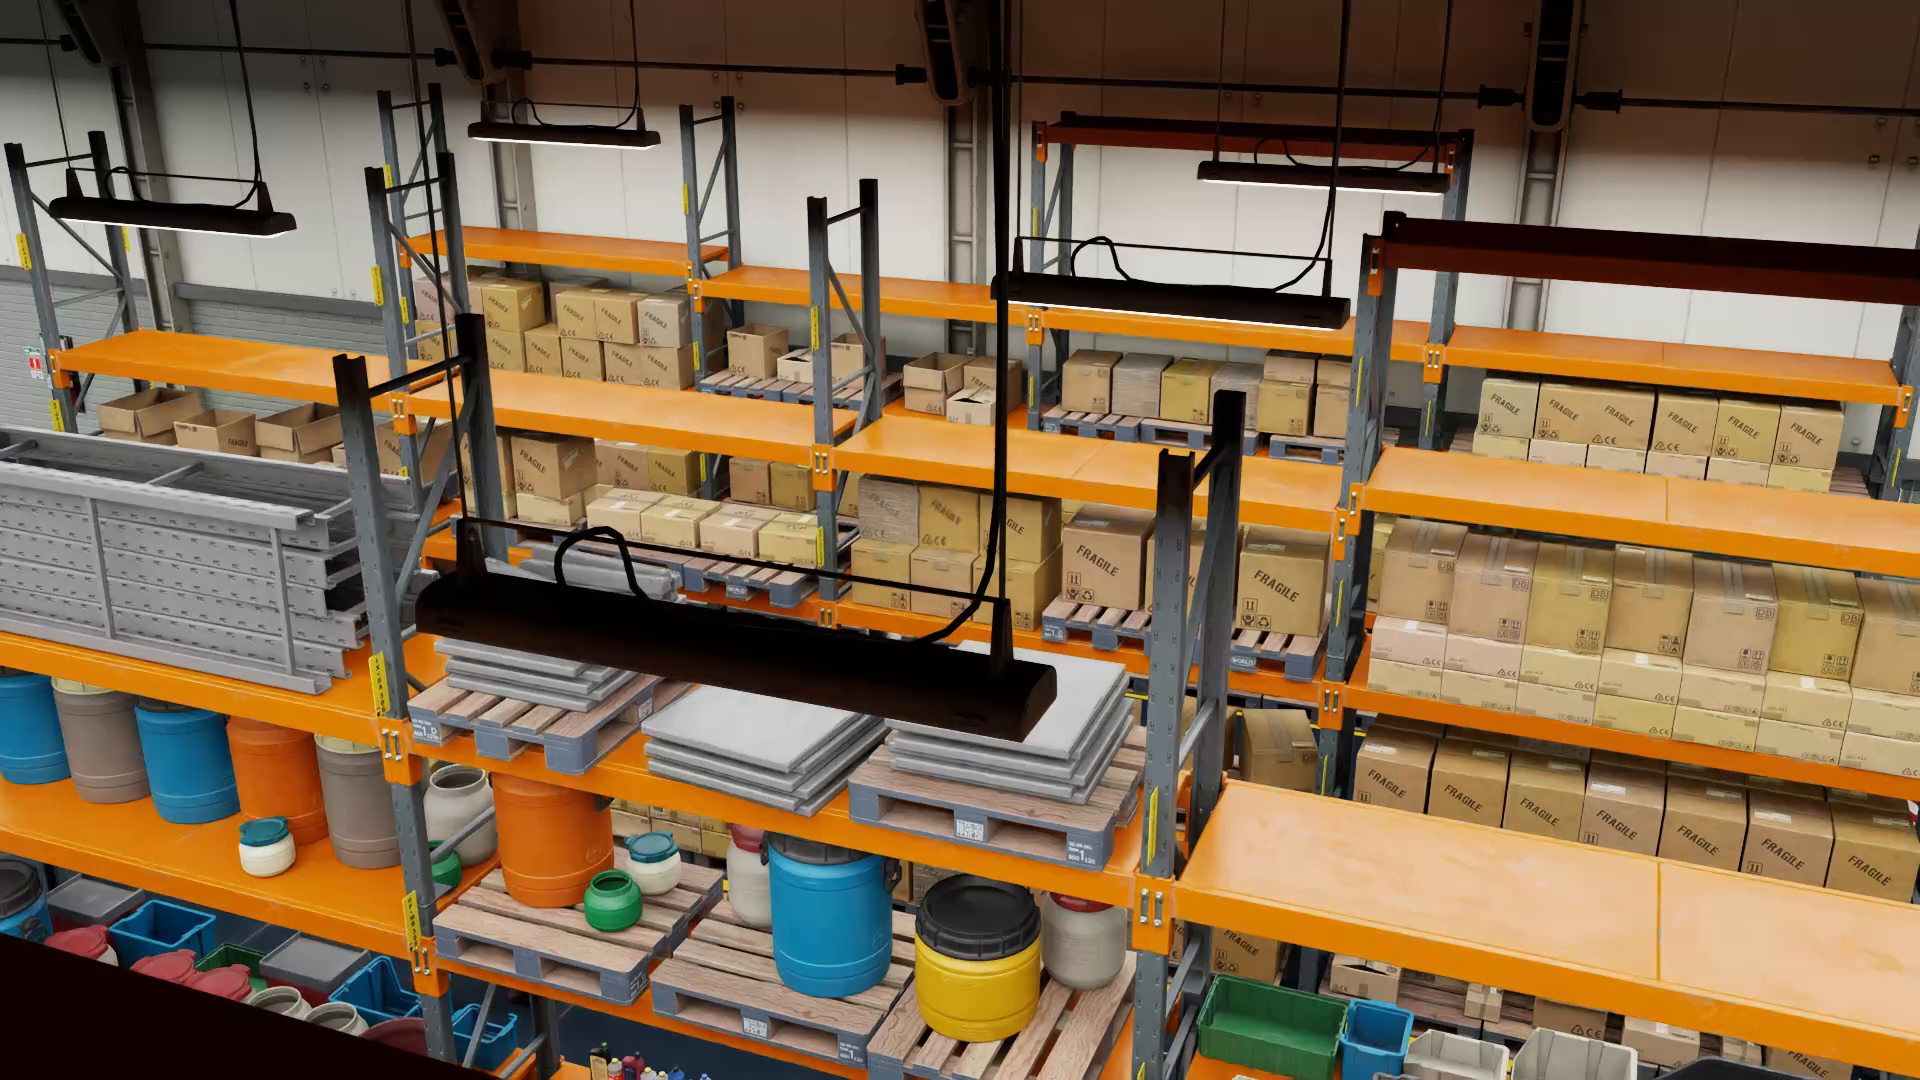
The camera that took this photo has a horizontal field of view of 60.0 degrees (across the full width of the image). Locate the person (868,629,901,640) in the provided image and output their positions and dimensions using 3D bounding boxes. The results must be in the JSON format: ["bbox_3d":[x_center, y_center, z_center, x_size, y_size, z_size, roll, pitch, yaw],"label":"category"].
[{"bbox_3d":[-0.911,1.051,17.217,0.768,1.775,0.570,0,21,-1],"label":"person"}]

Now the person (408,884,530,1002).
[{"bbox_3d":[-3.766,2.809,12.730,1.041,1.588,0.518,11,23,26],"label":"person"}]
